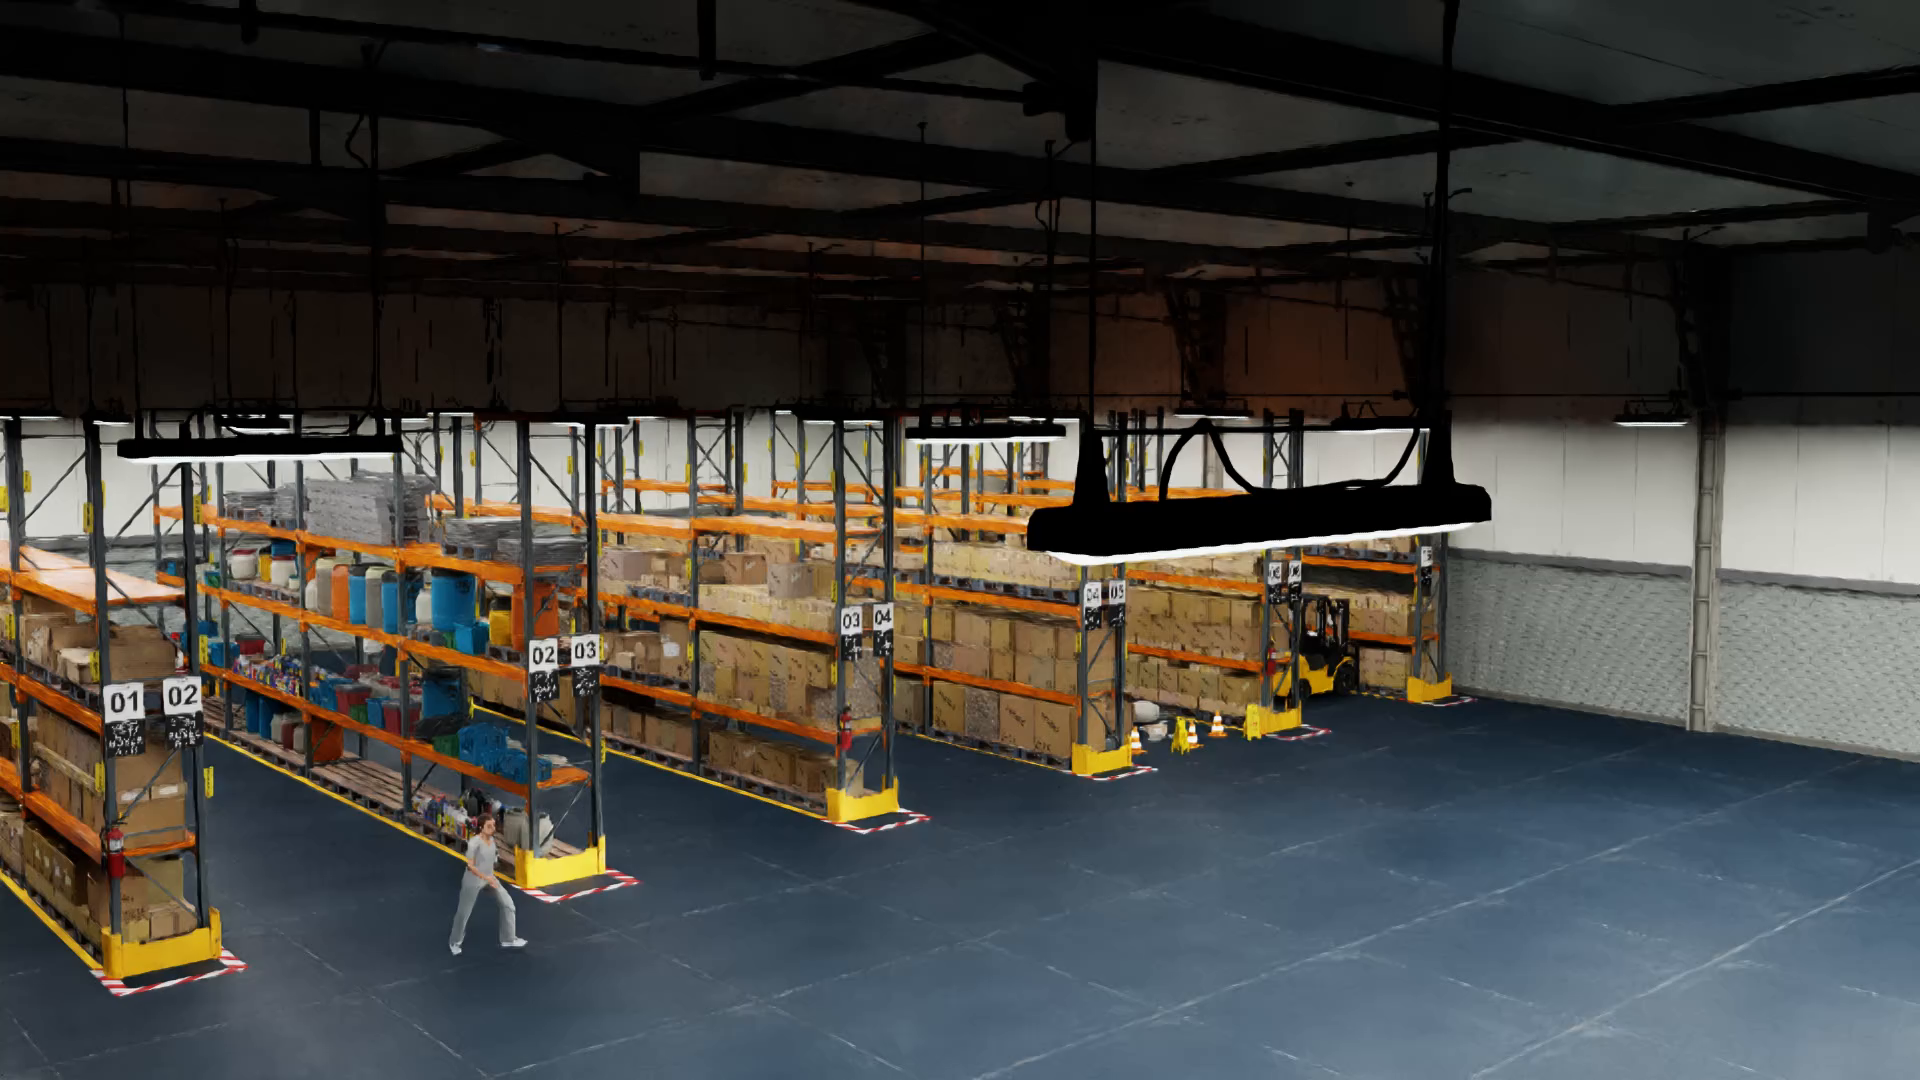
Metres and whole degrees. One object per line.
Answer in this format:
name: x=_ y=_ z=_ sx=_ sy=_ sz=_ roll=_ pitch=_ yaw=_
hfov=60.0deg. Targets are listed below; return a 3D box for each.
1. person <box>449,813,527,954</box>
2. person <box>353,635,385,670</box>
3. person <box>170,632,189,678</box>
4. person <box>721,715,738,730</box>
person: x=-5.412 y=3.867 z=18.837 sx=0.785 sy=1.613 sz=0.610 roll=3 pitch=6 yaw=29
person: x=-12.568 y=2.368 z=35.432 sx=0.677 sy=1.726 sz=0.574 roll=-5 pitch=7 yaw=-43
person: x=-15.219 y=2.634 z=32.374 sx=0.591 sy=1.736 sz=0.995 roll=-2 pitch=5 yaw=-21
person: x=-4.133 y=2.791 z=30.603 sx=0.575 sy=1.689 sz=1.129 roll=-5 pitch=7 yaw=-43
